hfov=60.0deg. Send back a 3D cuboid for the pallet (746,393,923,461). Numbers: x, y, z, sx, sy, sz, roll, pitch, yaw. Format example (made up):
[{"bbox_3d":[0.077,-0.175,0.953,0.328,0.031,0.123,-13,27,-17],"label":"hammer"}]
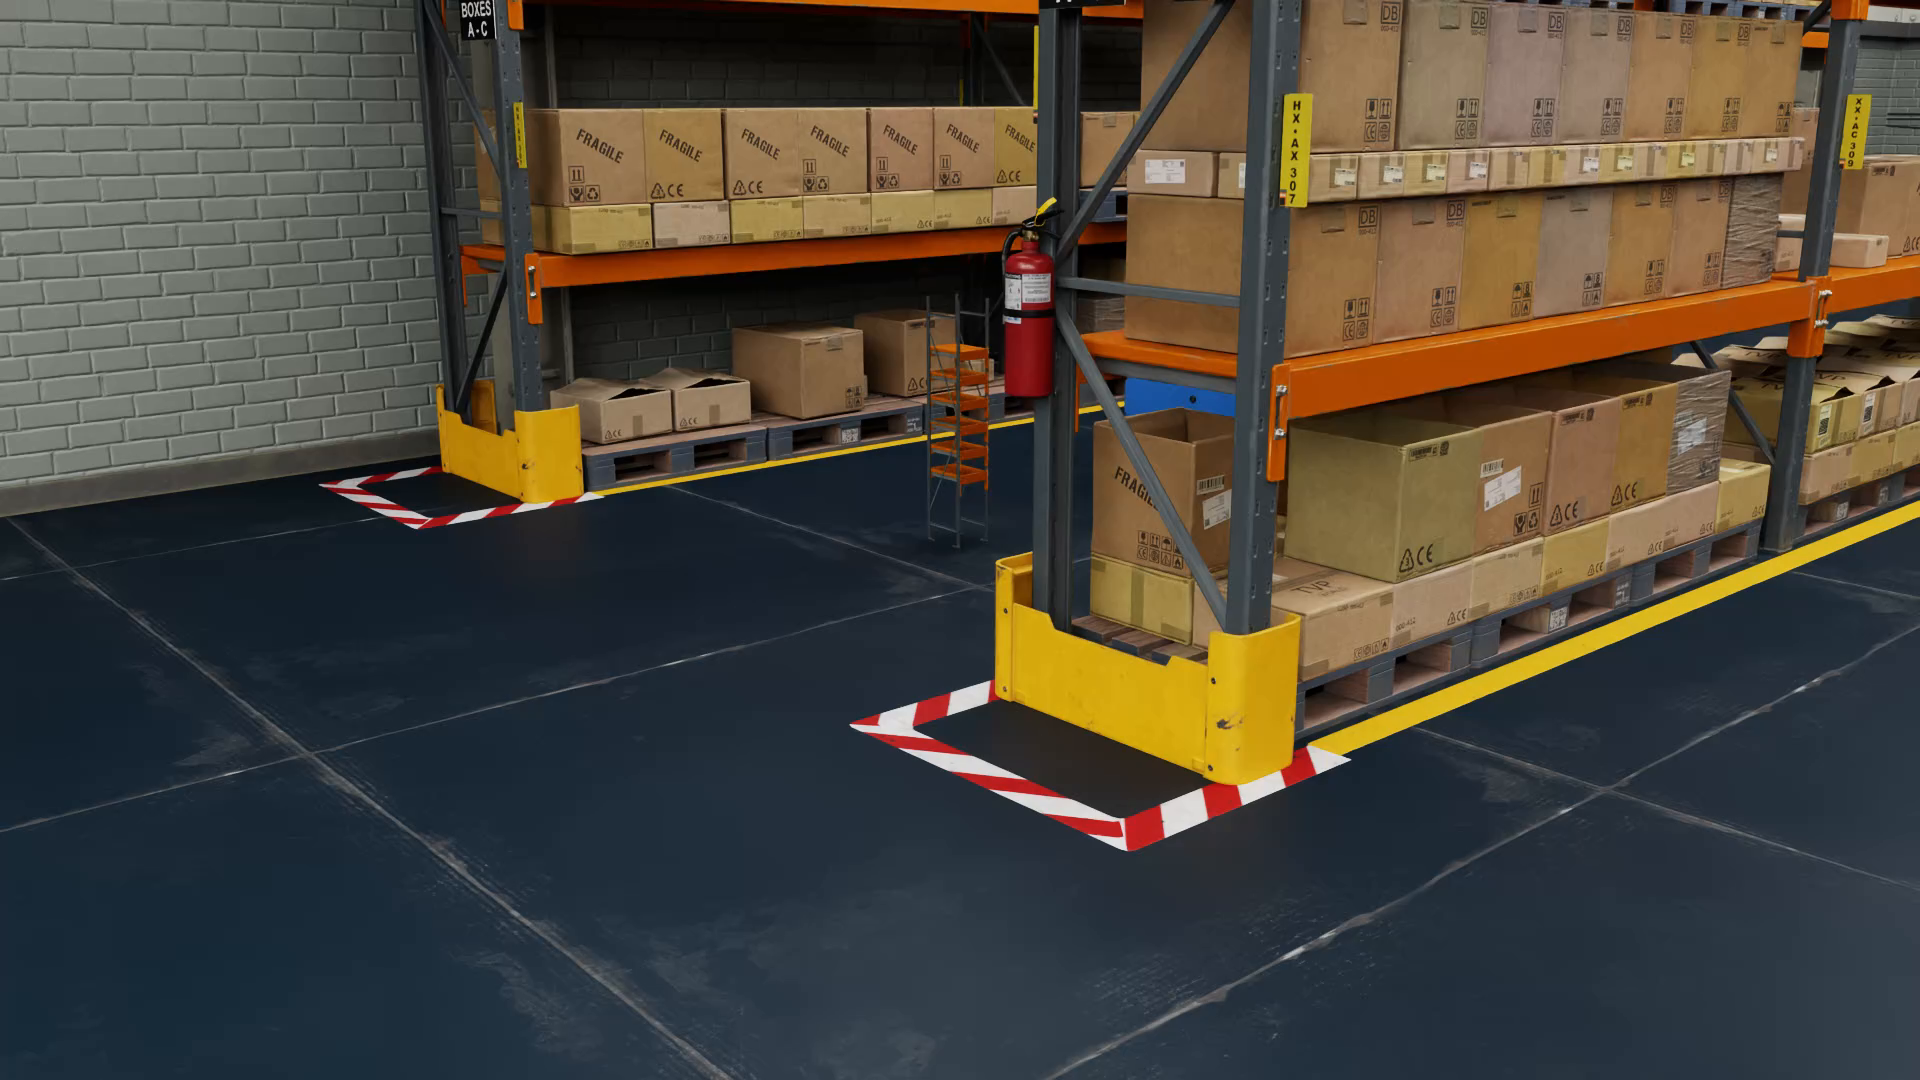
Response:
[{"bbox_3d":[-1.008,-0.771,10.726,1.213,0.211,1.003,-13,19,-39],"label":"pallet"}]

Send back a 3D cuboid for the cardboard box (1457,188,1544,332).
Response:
[{"bbox_3d":[1.766,-1.103,6.372,0.500,0.500,0.700,-12,19,-39],"label":"cardboard box"}]

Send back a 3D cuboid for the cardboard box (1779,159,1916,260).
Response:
[{"bbox_3d":[4.639,-1.747,8.784,0.500,0.500,0.500,-11,18,-35],"label":"cardboard box"}]

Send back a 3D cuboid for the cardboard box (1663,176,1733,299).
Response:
[{"bbox_3d":[2.927,-1.364,7.350,0.500,0.500,0.700,-13,20,-40],"label":"cardboard box"}]

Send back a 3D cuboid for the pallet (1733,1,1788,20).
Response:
[{"bbox_3d":[7.976,-5.550,17.575,1.213,0.211,1.003,-13,19,-39],"label":"pallet"}]

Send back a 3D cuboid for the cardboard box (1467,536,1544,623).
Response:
[{"bbox_3d":[1.937,0.103,6.566,0.500,0.250,0.500,-13,19,-39],"label":"cardboard box"}]

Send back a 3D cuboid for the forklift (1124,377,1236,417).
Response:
[{"bbox_3d":[2.374,-1.987,10.009,3.031,2.935,1.130,-13,20,-40],"label":"forklift"}]

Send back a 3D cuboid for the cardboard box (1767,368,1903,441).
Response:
[{"bbox_3d":[4.508,-0.733,8.610,0.500,0.311,0.500,-13,20,-40],"label":"cardboard box"}]

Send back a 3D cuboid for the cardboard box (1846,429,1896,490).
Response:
[{"bbox_3d":[4.505,-0.463,8.687,0.500,0.250,0.500,-12,19,-38],"label":"cardboard box"}]

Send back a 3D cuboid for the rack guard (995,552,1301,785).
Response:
[{"bbox_3d":[0.616,0.407,5.758,0.348,0.500,1.175,-13,19,-39],"label":"rack guard"}]

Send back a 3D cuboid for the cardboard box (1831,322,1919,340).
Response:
[{"bbox_3d":[5.690,-1.183,10.295,0.500,0.311,0.500,-13,20,-41],"label":"cardboard box"}]

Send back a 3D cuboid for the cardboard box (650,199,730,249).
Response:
[{"bbox_3d":[-1.662,-1.817,9.493,0.500,0.250,0.500,-13,20,-41],"label":"cardboard box"}]

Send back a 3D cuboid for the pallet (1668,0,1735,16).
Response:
[{"bbox_3d":[7.056,-5.344,16.805,1.213,0.211,1.003,-13,19,-39],"label":"pallet"}]

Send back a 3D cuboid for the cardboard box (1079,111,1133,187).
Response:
[{"bbox_3d":[0.803,-2.787,11.824,0.500,0.500,0.700,-13,19,-39],"label":"cardboard box"}]

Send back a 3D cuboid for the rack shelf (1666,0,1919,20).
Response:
[{"bbox_3d":[5.160,-2.923,8.962,4.000,0.370,1.077,-13,19,-39],"label":"rack shelf"}]

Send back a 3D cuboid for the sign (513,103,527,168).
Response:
[{"bbox_3d":[-2.265,-2.081,8.552,0.005,0.325,0.100,-13,19,-39],"label":"sign"}]

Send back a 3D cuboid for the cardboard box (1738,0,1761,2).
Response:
[{"bbox_3d":[7.902,-5.667,17.124,0.500,0.250,0.500,-13,20,-41],"label":"cardboard box"}]

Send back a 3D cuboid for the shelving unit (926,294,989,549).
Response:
[{"bbox_3d":[-0.011,-0.577,8.086,0.189,1.200,0.258,-13,19,-39],"label":"shelving unit"}]

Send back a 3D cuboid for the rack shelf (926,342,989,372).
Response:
[{"bbox_3d":[-0.011,-0.882,8.005,0.180,0.103,0.258,-13,19,-39],"label":"rack shelf"}]

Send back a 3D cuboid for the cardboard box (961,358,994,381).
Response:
[{"bbox_3d":[0.013,-1.194,11.543,0.380,0.166,0.250,13,20,40],"label":"cardboard box"}]

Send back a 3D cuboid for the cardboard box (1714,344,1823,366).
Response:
[{"bbox_3d":[4.535,-0.926,9.331,0.500,0.311,0.500,-13,20,-40],"label":"cardboard box"}]

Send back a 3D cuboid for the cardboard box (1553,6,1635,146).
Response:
[{"bbox_3d":[2.185,-1.826,6.566,0.500,0.500,0.700,-13,19,-39],"label":"cardboard box"}]

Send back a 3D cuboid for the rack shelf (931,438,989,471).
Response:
[{"bbox_3d":[-0.011,-0.418,8.128,0.180,0.103,0.258,-13,19,-39],"label":"rack shelf"}]

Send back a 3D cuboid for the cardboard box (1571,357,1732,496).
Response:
[{"bbox_3d":[3.060,-0.516,7.430,0.500,0.500,0.500,-13,19,-39],"label":"cardboard box"}]

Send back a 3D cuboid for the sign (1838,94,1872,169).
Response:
[{"bbox_3d":[4.017,-1.831,7.462,0.005,0.325,0.100,-13,19,-39],"label":"sign"}]

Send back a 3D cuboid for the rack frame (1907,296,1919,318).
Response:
[{"bbox_3d":[6.669,-2.160,10.525,0.127,3.000,1.000,-13,19,-39],"label":"rack frame"}]

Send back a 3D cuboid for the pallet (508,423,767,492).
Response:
[{"bbox_3d":[-1.928,-0.565,9.956,1.213,0.211,1.003,-13,19,-39],"label":"pallet"}]

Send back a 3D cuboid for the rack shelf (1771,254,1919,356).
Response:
[{"bbox_3d":[5.160,-1.474,9.349,4.000,0.370,1.077,-13,19,-39],"label":"rack shelf"}]

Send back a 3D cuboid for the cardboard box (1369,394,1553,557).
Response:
[{"bbox_3d":[1.929,-0.261,6.478,0.500,0.500,0.500,-13,19,-39],"label":"cardboard box"}]

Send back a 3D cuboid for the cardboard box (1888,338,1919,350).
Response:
[{"bbox_3d":[5.665,-0.995,9.589,0.500,0.311,0.500,-13,20,-40],"label":"cardboard box"}]

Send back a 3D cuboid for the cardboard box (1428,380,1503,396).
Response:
[{"bbox_3d":[1.966,-0.447,7.173,0.500,0.500,0.500,-13,19,-39],"label":"cardboard box"}]

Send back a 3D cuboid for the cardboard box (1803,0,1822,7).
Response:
[{"bbox_3d":[9.071,-5.931,18.113,0.500,0.250,0.500,-12,19,-38],"label":"cardboard box"}]

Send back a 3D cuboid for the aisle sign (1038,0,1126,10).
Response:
[{"bbox_3d":[0.391,-2.107,5.288,0.004,0.787,0.394,-13,19,-39],"label":"aisle sign"}]

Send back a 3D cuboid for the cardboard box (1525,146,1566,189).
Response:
[{"bbox_3d":[2.041,-1.410,6.264,0.250,0.149,0.380,-13,20,-40],"label":"cardboard box"}]

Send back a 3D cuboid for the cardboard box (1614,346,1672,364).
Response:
[{"bbox_3d":[3.096,-0.702,8.126,0.500,0.500,0.500,-13,19,-39],"label":"cardboard box"}]

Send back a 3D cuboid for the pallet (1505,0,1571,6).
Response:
[{"bbox_3d":[4.707,-4.791,14.928,1.213,0.211,1.003,-12,19,-37],"label":"pallet"}]

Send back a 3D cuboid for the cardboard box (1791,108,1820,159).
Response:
[{"bbox_3d":[9.071,-4.536,18.837,0.700,0.700,0.980,-12,19,-37],"label":"cardboard box"}]

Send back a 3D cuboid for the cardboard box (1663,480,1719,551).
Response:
[{"bbox_3d":[3.061,-0.153,7.525,0.500,0.250,0.500,-13,19,-39],"label":"cardboard box"}]

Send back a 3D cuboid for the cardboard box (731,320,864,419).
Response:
[{"bbox_3d":[-1.024,-1.084,10.488,0.500,0.500,0.700,-14,21,-43],"label":"cardboard box"}]

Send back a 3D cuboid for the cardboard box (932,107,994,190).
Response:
[{"bbox_3d":[-0.130,-2.520,10.670,0.500,0.500,0.500,-13,20,-40],"label":"cardboard box"}]

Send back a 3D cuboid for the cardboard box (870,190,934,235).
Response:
[{"bbox_3d":[-0.512,-2.073,10.451,0.500,0.250,0.500,-13,20,-40],"label":"cardboard box"}]

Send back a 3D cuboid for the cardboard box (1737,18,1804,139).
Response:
[{"bbox_3d":[3.321,-2.081,7.521,0.500,0.500,0.700,-13,19,-39],"label":"cardboard box"}]

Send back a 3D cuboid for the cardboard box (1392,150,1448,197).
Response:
[{"bbox_3d":[1.458,-1.278,5.773,0.250,0.149,0.380,-13,19,-39],"label":"cardboard box"}]

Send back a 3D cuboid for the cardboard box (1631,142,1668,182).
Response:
[{"bbox_3d":[2.628,-1.542,6.758,0.250,0.149,0.380,-12,19,-38],"label":"cardboard box"}]

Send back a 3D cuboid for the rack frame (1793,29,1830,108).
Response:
[{"bbox_3d":[9.449,-4.479,19.206,0.127,3.000,1.000,-13,19,-39],"label":"rack frame"}]

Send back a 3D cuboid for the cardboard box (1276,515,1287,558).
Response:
[{"bbox_3d":[1.214,0.085,6.633,0.500,0.250,0.500,-13,19,-39],"label":"cardboard box"}]

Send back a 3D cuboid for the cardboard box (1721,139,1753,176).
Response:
[{"bbox_3d":[3.203,-1.670,7.239,0.250,0.149,0.380,-13,20,-41],"label":"cardboard box"}]

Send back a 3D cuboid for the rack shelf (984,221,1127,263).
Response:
[{"bbox_3d":[1.905,-2.438,12.957,4.000,0.370,1.077,-13,19,-39],"label":"rack shelf"}]

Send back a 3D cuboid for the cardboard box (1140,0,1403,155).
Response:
[{"bbox_3d":[1.034,-1.566,5.591,0.500,0.500,0.700,-13,19,-39],"label":"cardboard box"}]

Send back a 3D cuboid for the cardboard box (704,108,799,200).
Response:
[{"bbox_3d":[-1.290,-2.259,9.692,0.500,0.500,0.500,-13,20,-41],"label":"cardboard box"}]

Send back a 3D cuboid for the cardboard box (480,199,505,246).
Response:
[{"bbox_3d":[-2.396,-1.823,9.513,0.500,0.250,0.500,-12,19,-39],"label":"cardboard box"}]

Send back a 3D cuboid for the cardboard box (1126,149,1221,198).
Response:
[{"bbox_3d":[0.797,-1.268,5.735,0.250,0.149,0.380,-13,20,-40],"label":"cardboard box"}]

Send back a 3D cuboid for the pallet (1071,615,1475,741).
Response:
[{"bbox_3d":[1.183,0.405,6.326,1.213,0.211,1.003,-13,19,-39],"label":"pallet"}]
